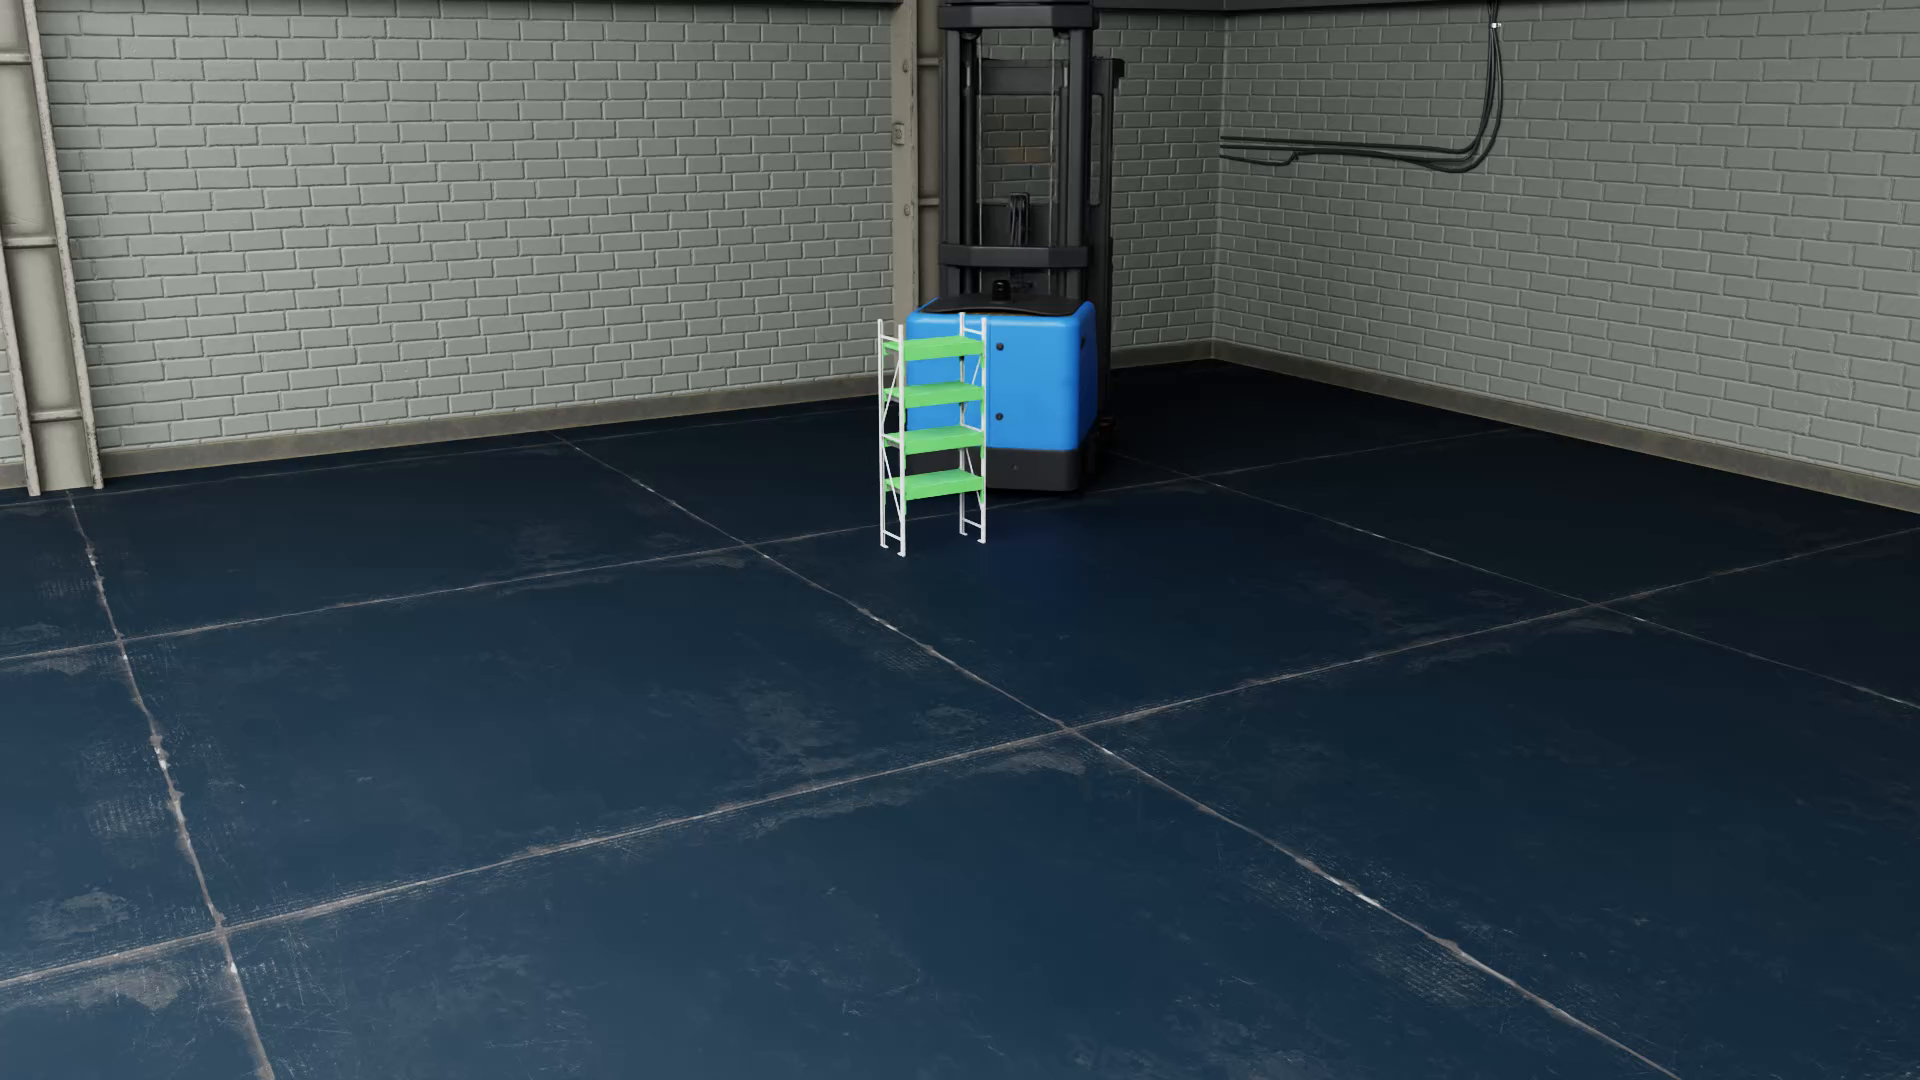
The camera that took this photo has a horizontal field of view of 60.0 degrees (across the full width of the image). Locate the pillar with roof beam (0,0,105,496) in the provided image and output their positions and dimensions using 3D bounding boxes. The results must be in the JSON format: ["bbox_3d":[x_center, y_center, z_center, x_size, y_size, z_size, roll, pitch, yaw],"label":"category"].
[{"bbox_3d":[-3.193,-3.660,5.293,0.400,9.000,9.100,-9,18,-30],"label":"pillar with roof beam"}]

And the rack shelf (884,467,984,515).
[{"bbox_3d":[-0.142,-0.262,8.748,0.480,0.148,0.258,-9,18,-30],"label":"rack shelf"}]

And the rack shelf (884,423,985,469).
[{"bbox_3d":[-0.142,-0.493,8.683,0.480,0.148,0.258,-9,18,-30],"label":"rack shelf"}]

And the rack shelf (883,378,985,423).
[{"bbox_3d":[-0.142,-0.724,8.618,0.480,0.148,0.258,-9,18,-30],"label":"rack shelf"}]

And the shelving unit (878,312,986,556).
[{"bbox_3d":[-0.142,-0.555,8.666,0.503,1.200,0.258,-9,18,-30],"label":"shelving unit"}]

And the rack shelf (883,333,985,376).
[{"bbox_3d":[-0.142,-0.955,8.553,0.480,0.148,0.258,-9,18,-30],"label":"rack shelf"}]

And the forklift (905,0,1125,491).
[{"bbox_3d":[0.457,-2.046,10.780,1.130,2.935,3.031,3,16,11],"label":"forklift"}]

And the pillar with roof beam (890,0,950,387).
[{"bbox_3d":[1.950,-4.494,8.269,0.400,9.000,9.100,-9,18,-30],"label":"pillar with roof beam"}]

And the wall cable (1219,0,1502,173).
[{"bbox_3d":[2.939,-4.098,12.610,0.112,2.526,3.097,-9,18,-30],"label":"wall cable"}]

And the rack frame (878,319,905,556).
[{"bbox_3d":[-0.351,-0.521,8.545,0.015,1.200,0.240,-9,18,-30],"label":"rack frame"}]

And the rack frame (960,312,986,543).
[{"bbox_3d":[0.067,-0.589,8.787,0.015,1.200,0.240,-9,18,-30],"label":"rack frame"}]
